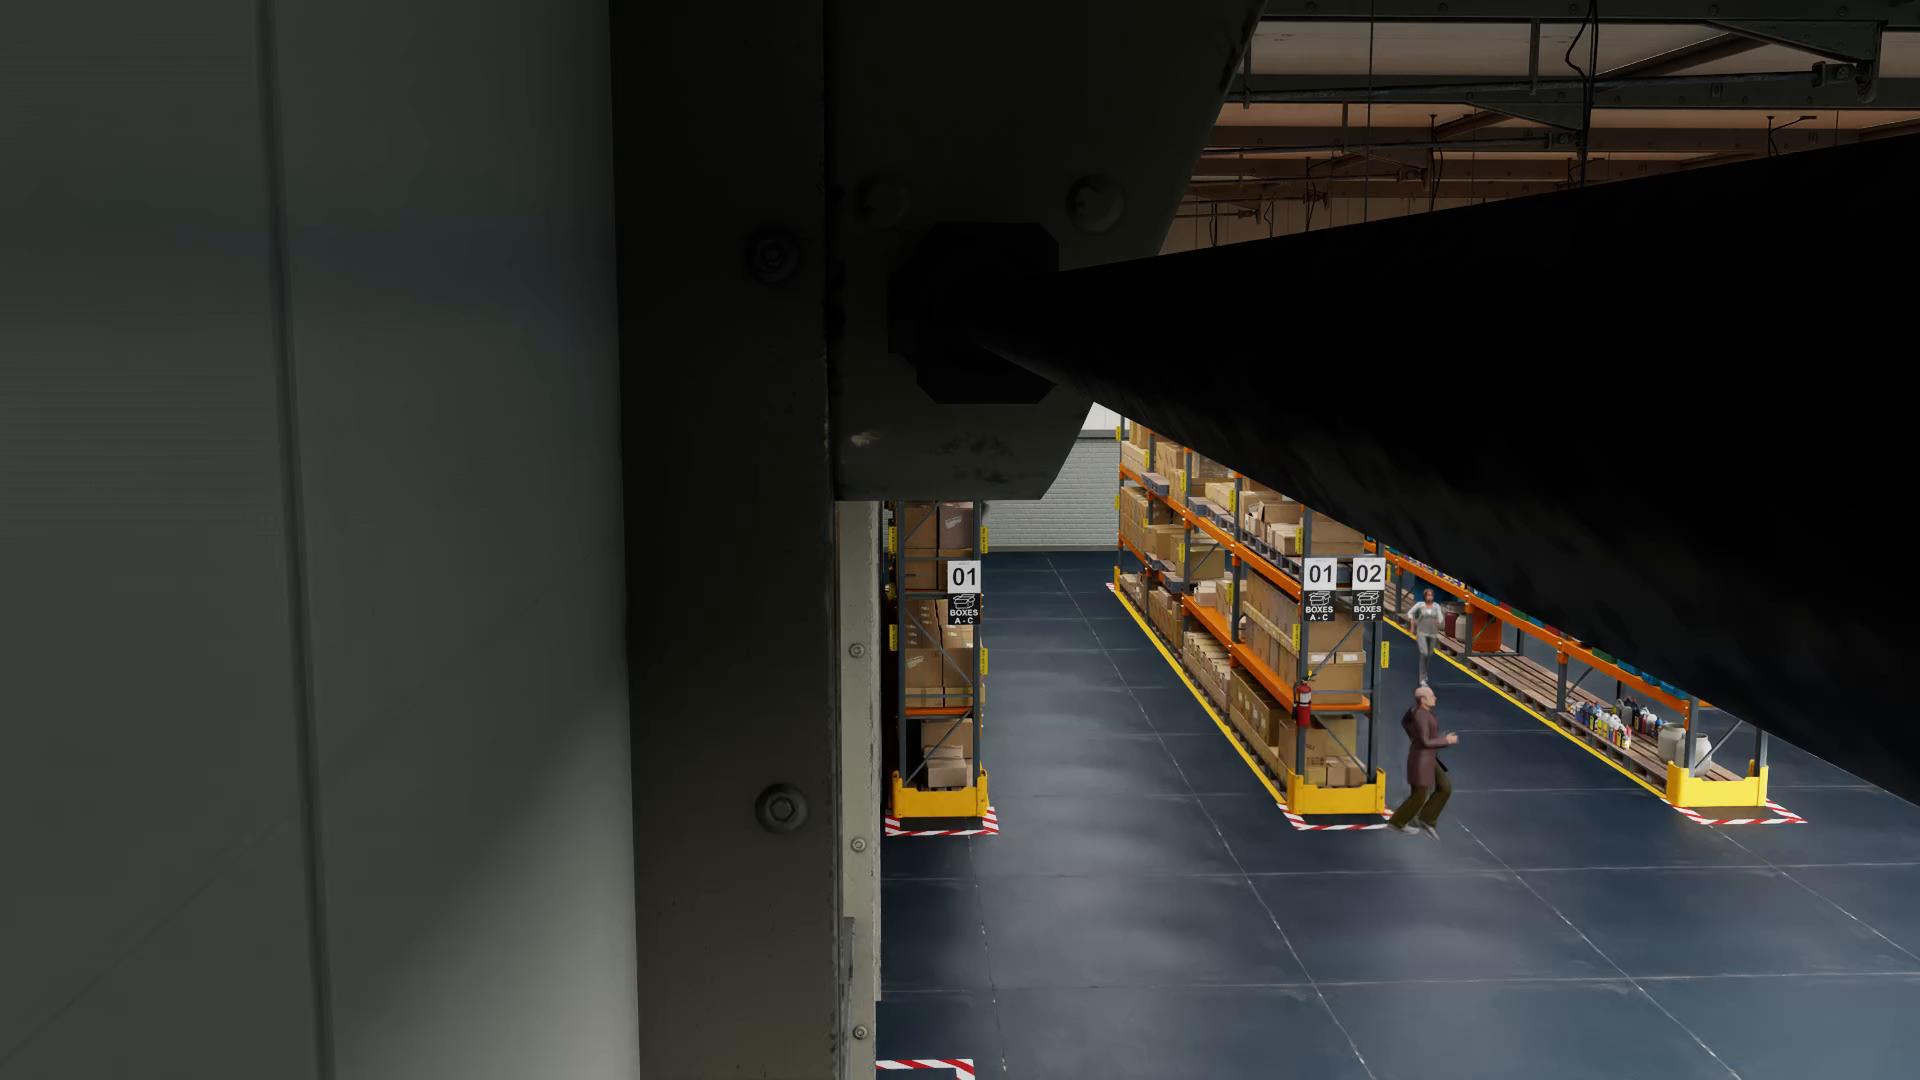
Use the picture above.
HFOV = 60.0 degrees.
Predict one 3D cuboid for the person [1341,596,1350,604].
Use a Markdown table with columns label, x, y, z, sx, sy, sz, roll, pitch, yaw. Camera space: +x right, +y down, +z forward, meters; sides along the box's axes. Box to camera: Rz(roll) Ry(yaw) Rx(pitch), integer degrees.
| label | x | y | z | sx | sy | sz | roll | pitch | yaw |
| --- | --- | --- | --- | --- | --- | --- | --- | --- | --- |
| person | 7.603 | 0.816 | 32.287 | 0.646 | 1.752 | 0.655 | 0 | 8 | -1 |

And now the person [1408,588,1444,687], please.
| label | x | y | z | sx | sy | sz | roll | pitch | yaw |
| --- | --- | --- | --- | --- | --- | --- | --- | --- | --- |
| person | 7.676 | 1.600 | 27.394 | 0.509 | 1.643 | 0.728 | 0 | 8 | -3 |

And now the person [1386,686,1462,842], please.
| label | x | y | z | sx | sy | sz | roll | pitch | yaw |
| --- | --- | --- | --- | --- | --- | --- | --- | --- | --- |
| person | 5.281 | 2.553 | 18.886 | 0.785 | 1.813 | 0.711 | 4 | 9 | 24 |
